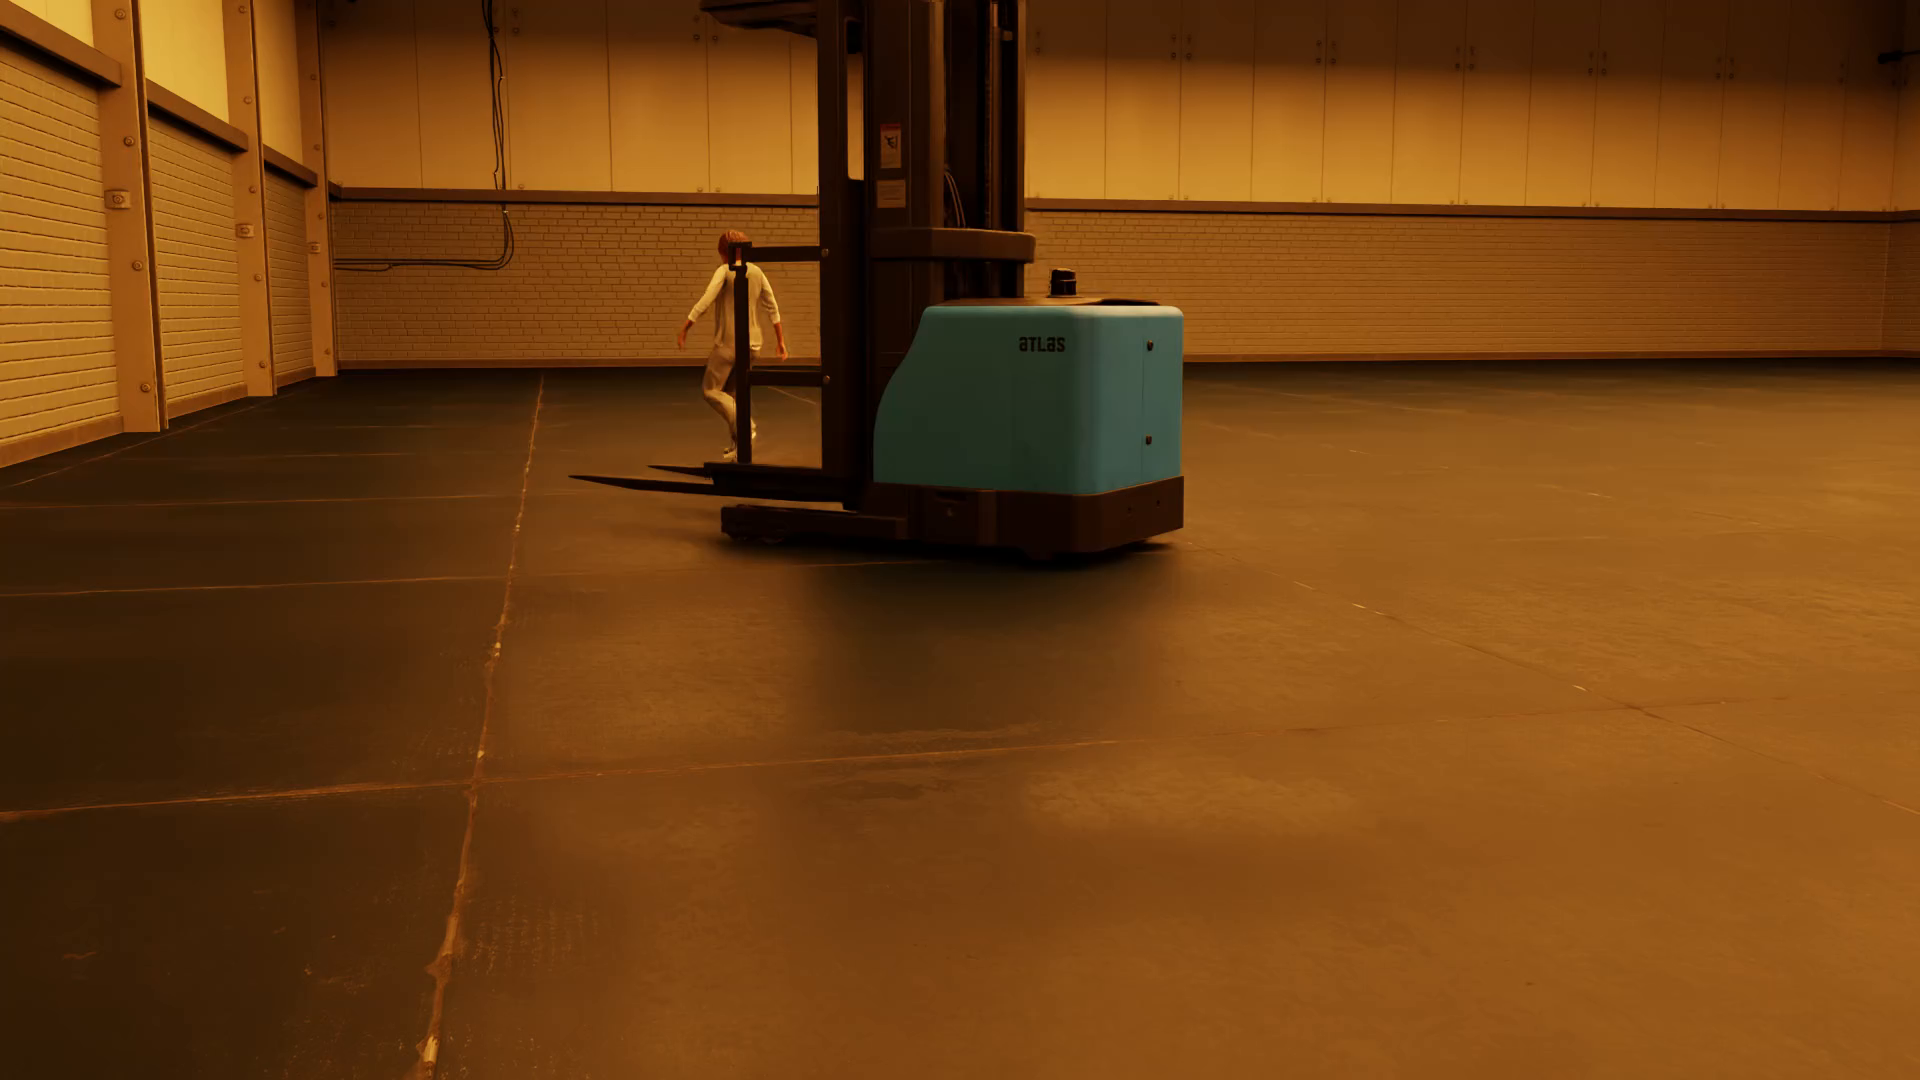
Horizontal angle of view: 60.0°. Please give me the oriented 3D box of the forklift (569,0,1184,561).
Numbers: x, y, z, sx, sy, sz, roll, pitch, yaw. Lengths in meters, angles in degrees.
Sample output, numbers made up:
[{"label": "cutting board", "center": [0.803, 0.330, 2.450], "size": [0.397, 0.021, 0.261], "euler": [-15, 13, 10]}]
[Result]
[{"label": "forklift", "center": [-0.513, -1.490, 7.777], "size": [3.031, 2.935, 1.130], "euler": [5, 9, 30]}]

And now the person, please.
[{"label": "person", "center": [-1.503, -1.320, 11.280], "size": [0.537, 1.551, 0.653], "euler": [7, 11, 41]}]
